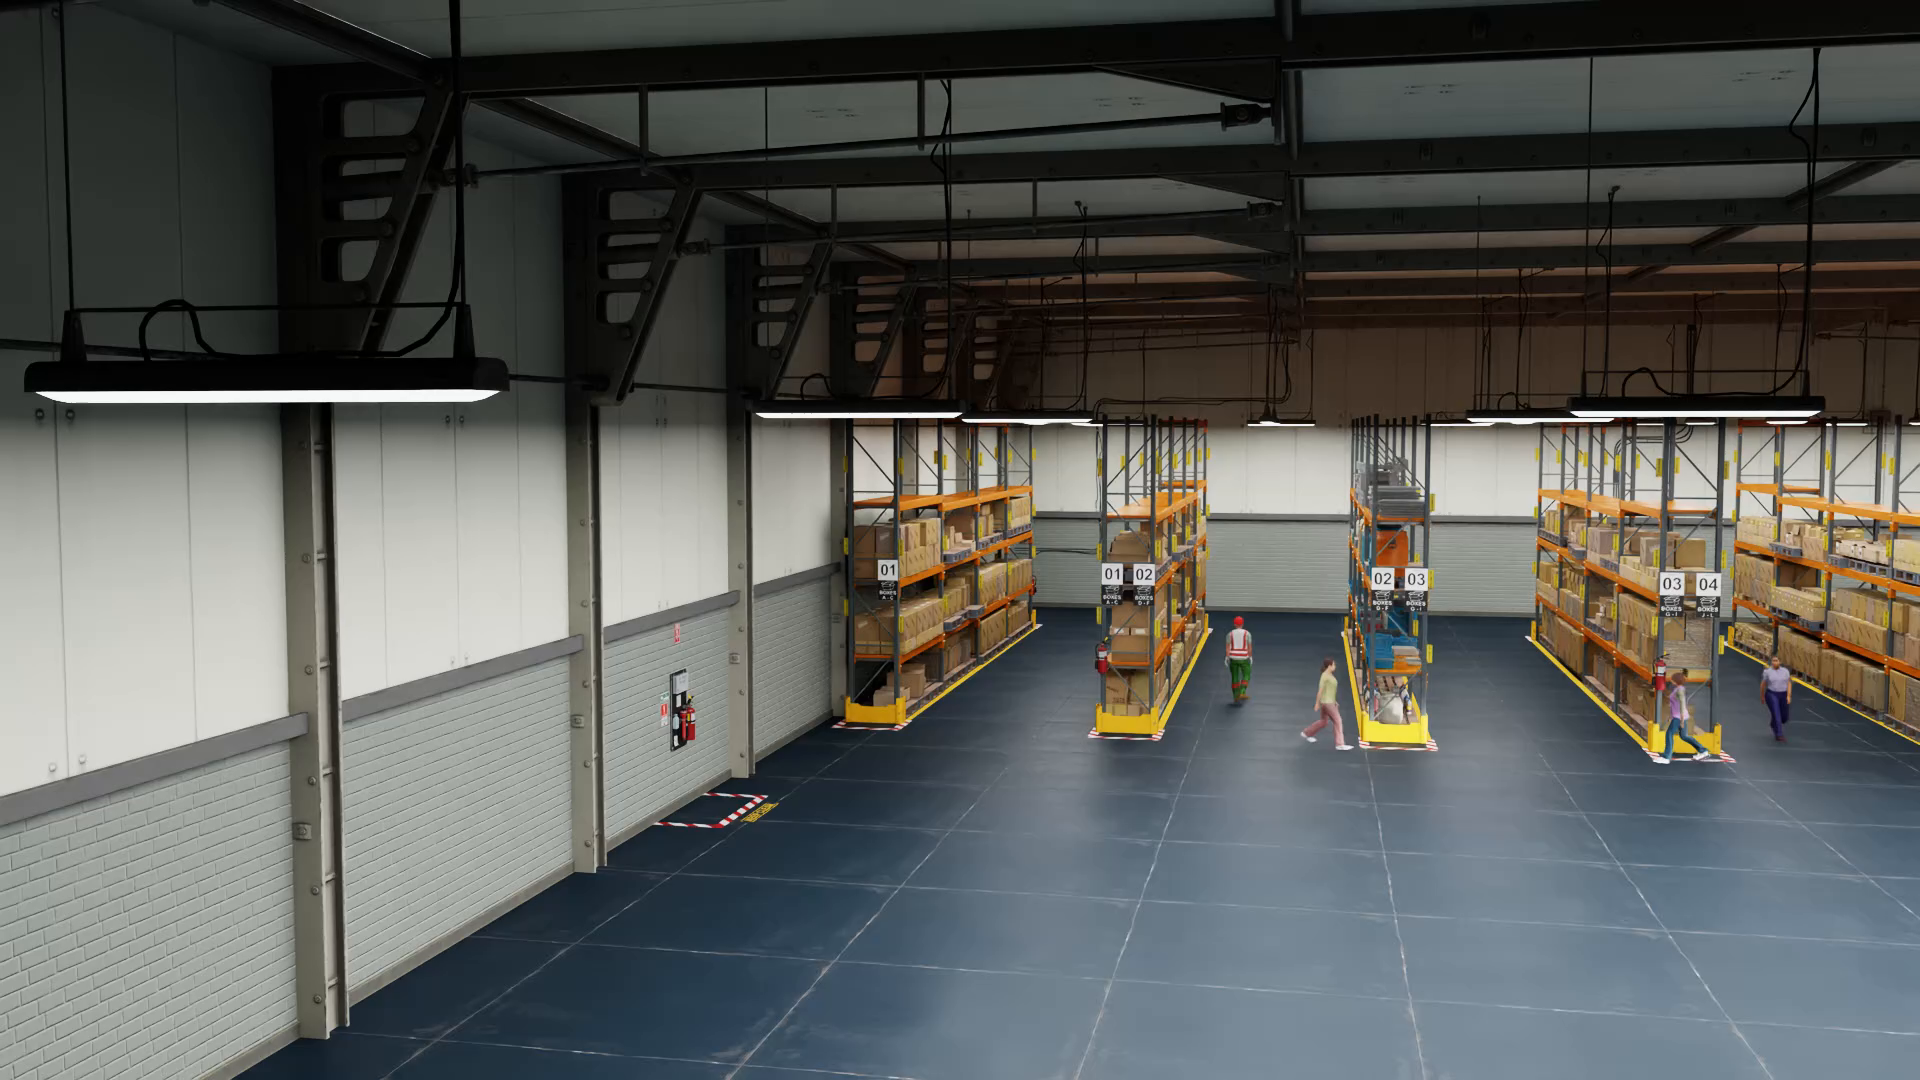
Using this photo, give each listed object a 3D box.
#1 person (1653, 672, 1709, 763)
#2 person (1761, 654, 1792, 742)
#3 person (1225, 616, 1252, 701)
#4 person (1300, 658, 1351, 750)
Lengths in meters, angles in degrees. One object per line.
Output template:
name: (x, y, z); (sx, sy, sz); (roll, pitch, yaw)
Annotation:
person: (12.337, 3.039, 28.425); (0.917, 1.553, 0.436); (1, 4, 16)
person: (15.131, 2.892, 30.763); (0.472, 1.542, 1.052); (0, 4, 5)
person: (5.859, 2.506, 35.005); (0.560, 1.787, 0.539); (1, 4, 19)
person: (6.592, 2.923, 29.916); (0.985, 1.619, 0.450); (2, 4, 24)
